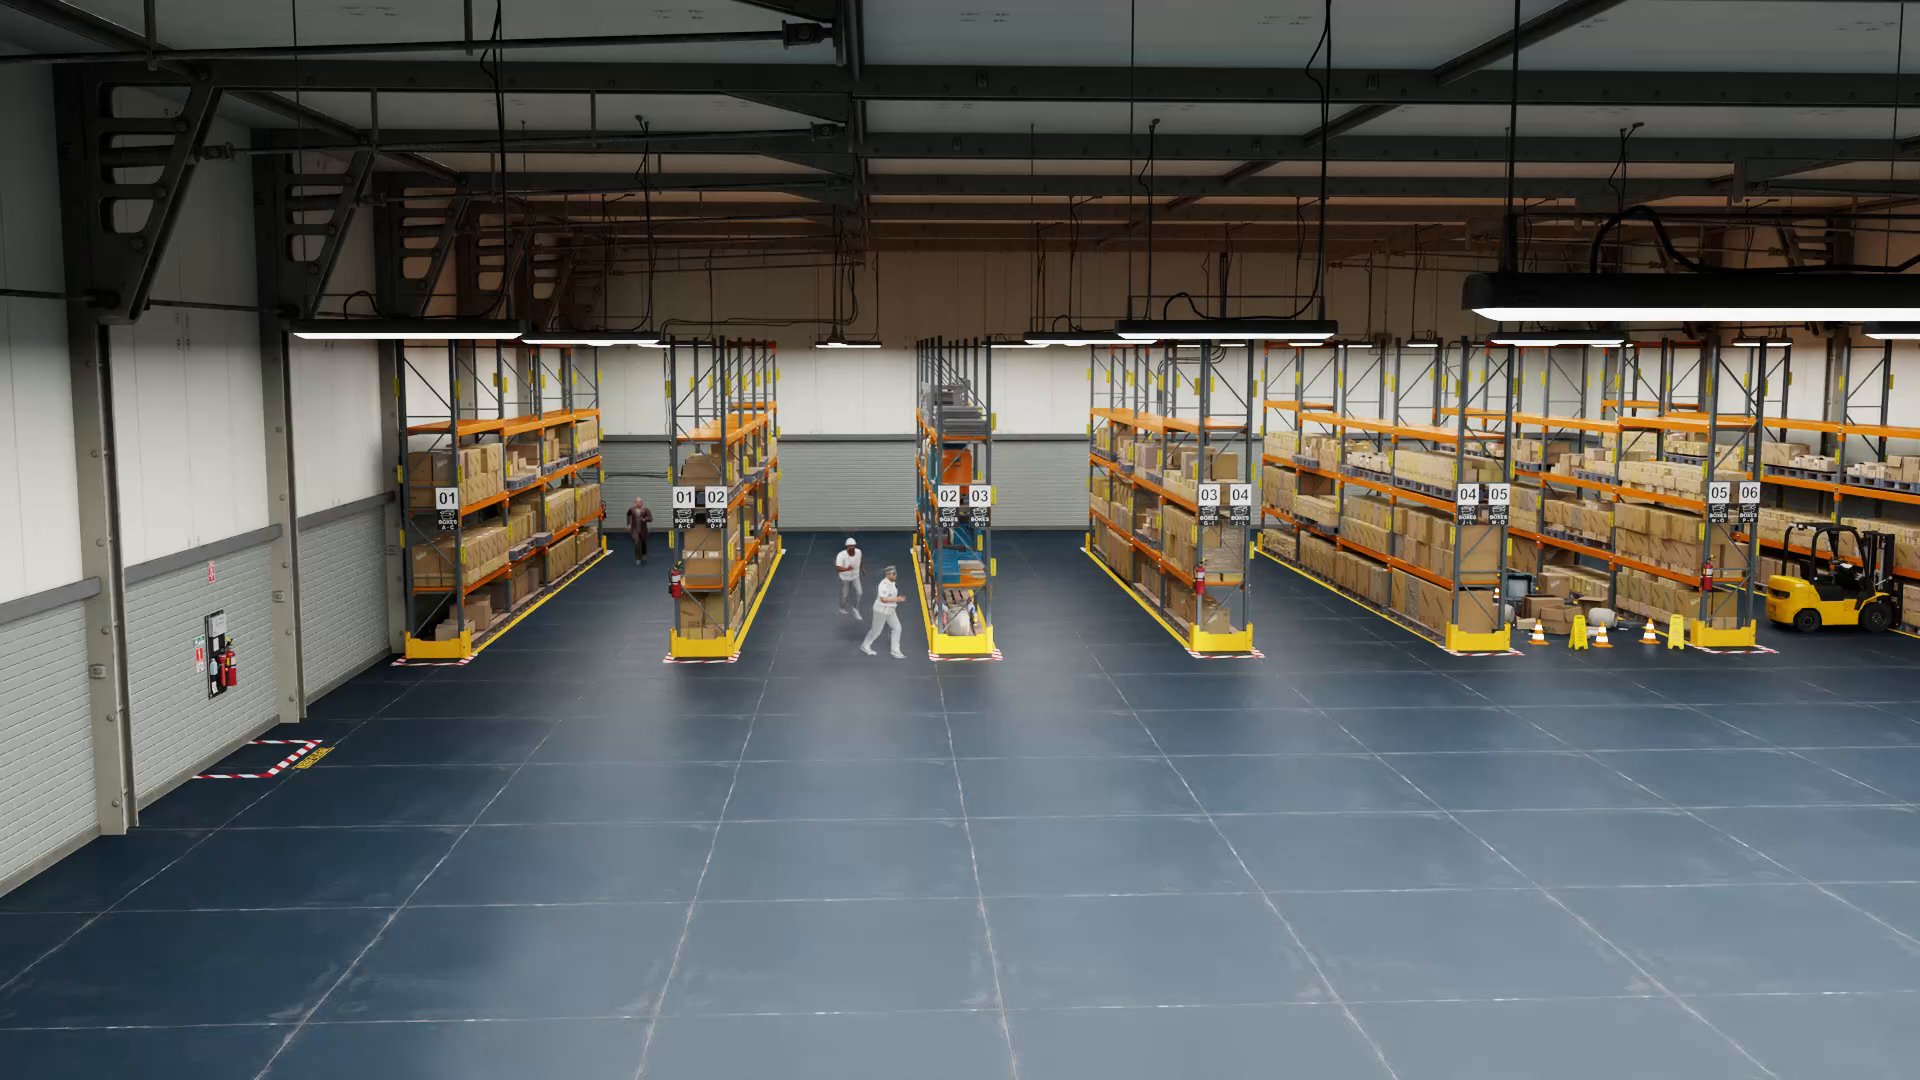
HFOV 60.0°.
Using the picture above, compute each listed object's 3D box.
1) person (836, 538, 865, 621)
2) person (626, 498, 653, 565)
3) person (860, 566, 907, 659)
[{"bbox_3d":[-2.274,0.803,34.522,0.713,1.718,0.973,-3,7,-22],"label":"person"},{"bbox_3d":[-8.599,-0.256,44.623,0.714,1.762,1.046,-1,7,-6],"label":"person"},{"bbox_3d":[-1.420,1.346,31.012,0.992,1.773,0.667,3,7,27],"label":"person"}]
